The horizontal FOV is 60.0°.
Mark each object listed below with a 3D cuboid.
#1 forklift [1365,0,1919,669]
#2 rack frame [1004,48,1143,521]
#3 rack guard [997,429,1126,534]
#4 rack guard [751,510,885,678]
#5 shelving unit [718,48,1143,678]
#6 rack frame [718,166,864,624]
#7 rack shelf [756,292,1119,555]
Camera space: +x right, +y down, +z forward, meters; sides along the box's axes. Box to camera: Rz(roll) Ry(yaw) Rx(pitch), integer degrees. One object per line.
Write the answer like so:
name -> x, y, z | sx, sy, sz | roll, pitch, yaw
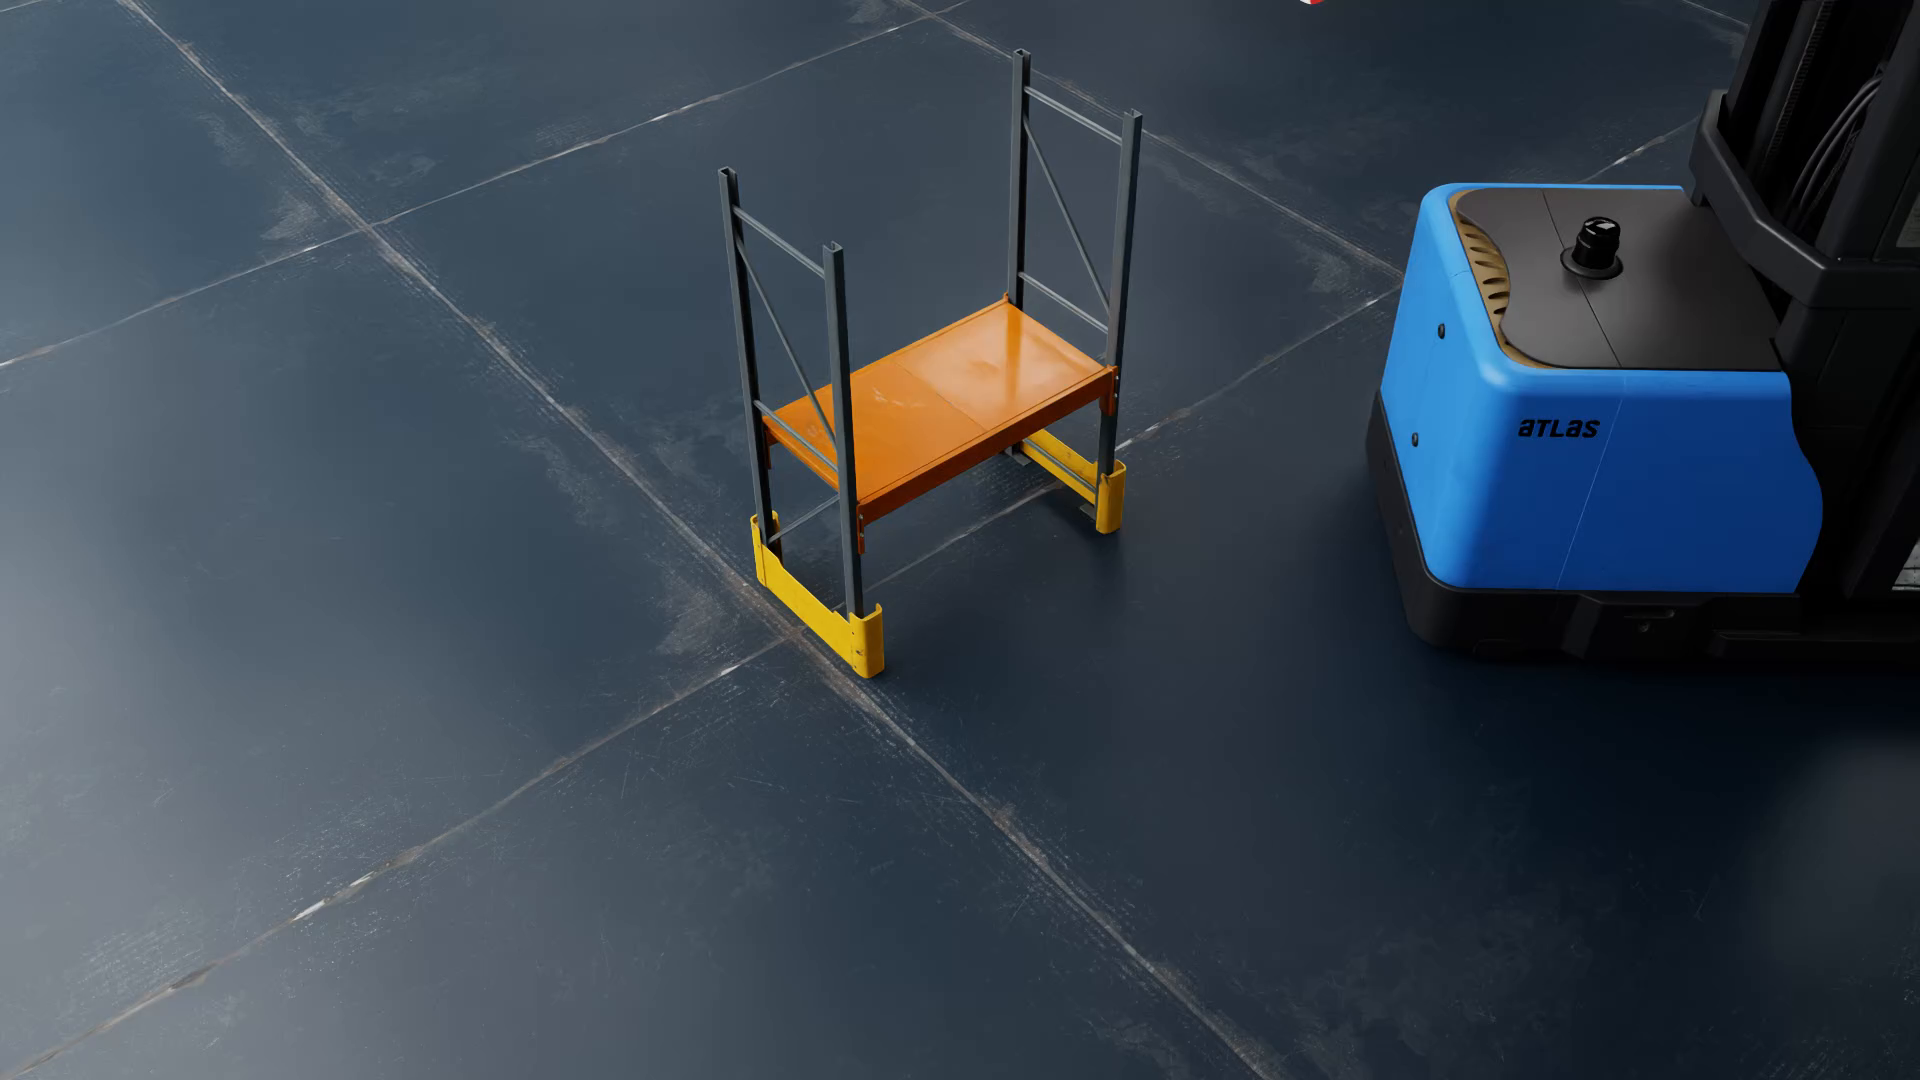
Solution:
forklift -> 2.897, -1.029, 4.428 | 3.031, 2.935, 1.130 | 1, 43, 1
rack frame -> 0.324, -0.733, 5.157 | 0.032, 1.500, 0.500 | -30, 51, -28
rack guard -> 0.324, -0.276, 5.585 | 0.087, 0.250, 0.587 | -30, 51, -28
rack guard -> -0.440, 0.161, 5.119 | 0.087, 0.250, 0.587 | -30, 51, -28
shelving unit -> -0.058, -0.513, 4.924 | 1.083, 1.500, 0.587 | -30, 51, -28
rack frame -> -0.455, -0.286, 4.682 | 0.032, 1.500, 0.500 | -30, 51, -28
rack shelf -> -0.065, -0.378, 5.043 | 1.000, 0.185, 0.538 | -30, 51, -28
